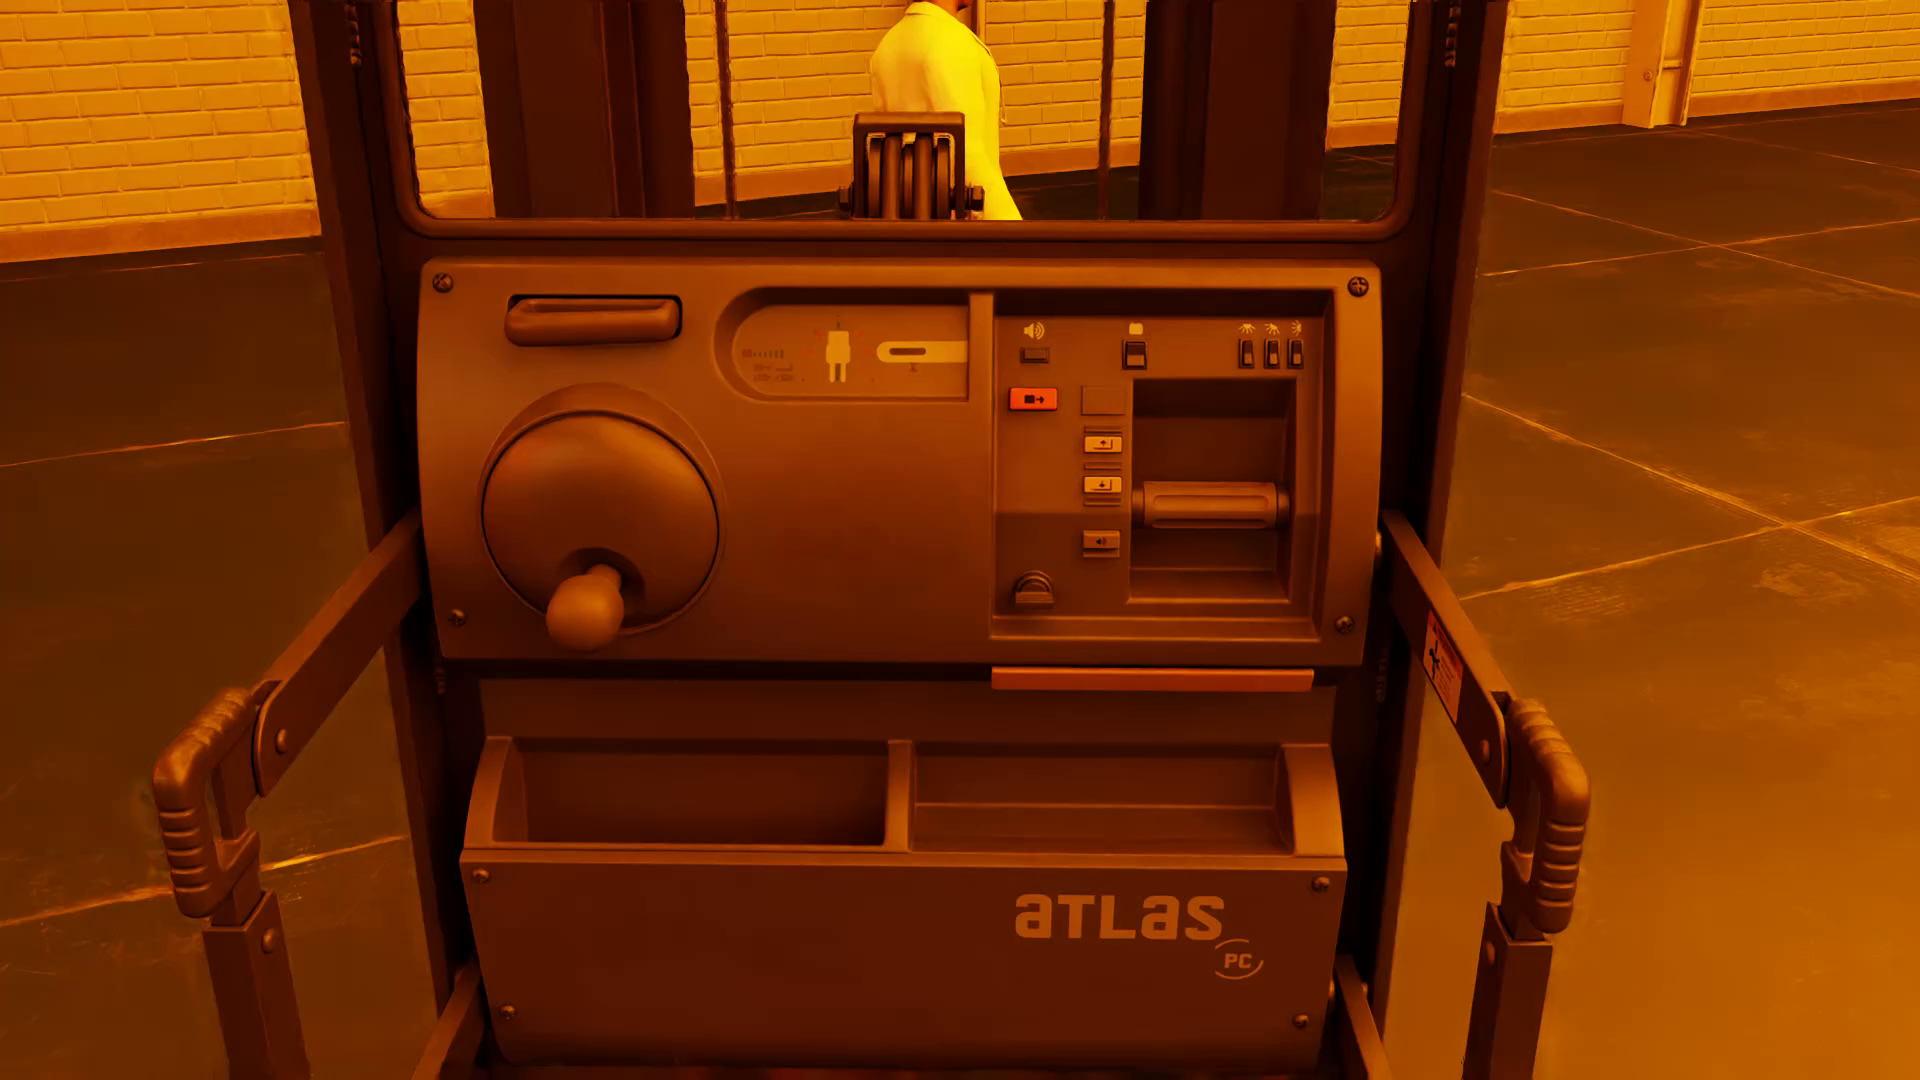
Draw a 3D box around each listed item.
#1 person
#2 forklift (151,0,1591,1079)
[{"bbox_3d":[0.084,-0.841,4.794,0.581,1.776,0.696,-10,25,-23],"label":"person"},{"bbox_3d":[-0.062,-0.057,1.424,1.130,2.935,3.031,0,23,1],"label":"forklift"}]
